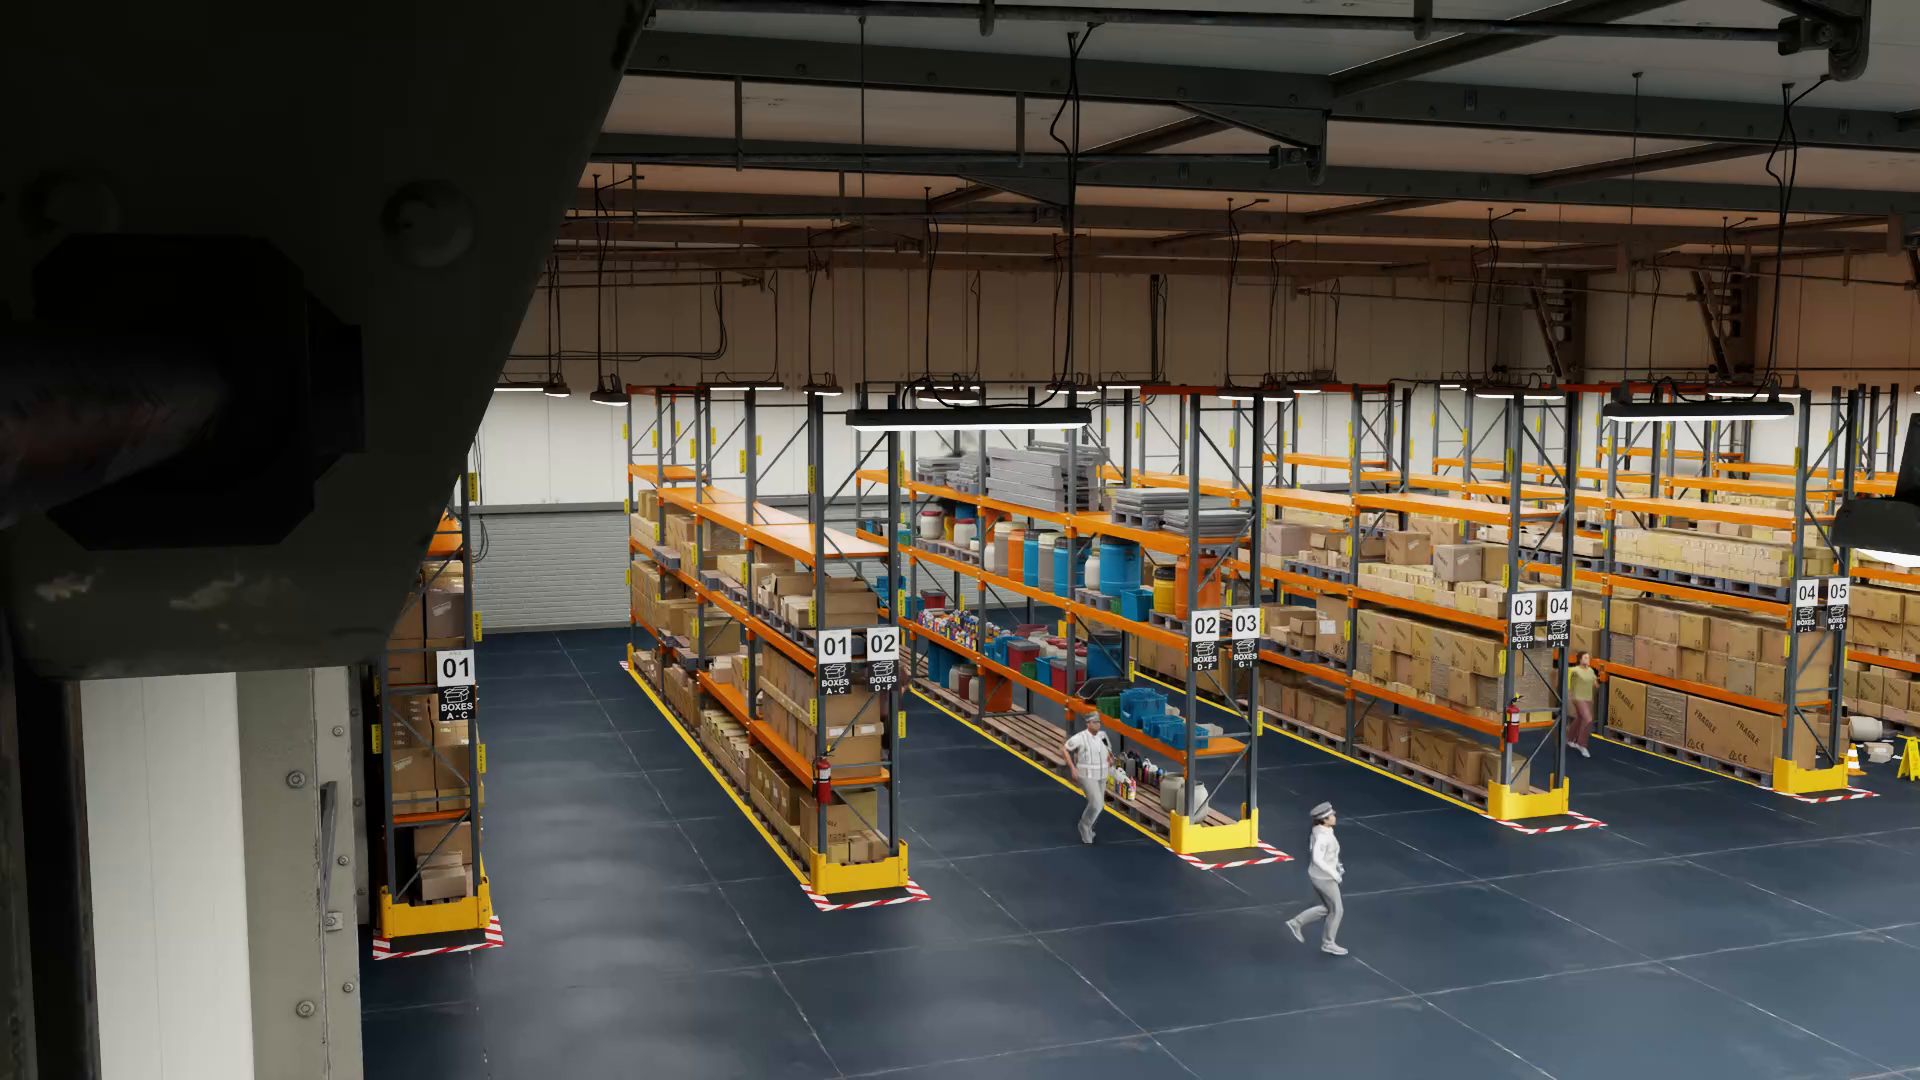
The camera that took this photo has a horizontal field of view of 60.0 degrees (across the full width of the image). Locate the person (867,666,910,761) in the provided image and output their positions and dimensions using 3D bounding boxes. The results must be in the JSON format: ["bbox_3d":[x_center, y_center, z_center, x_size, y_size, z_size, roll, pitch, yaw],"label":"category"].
[{"bbox_3d":[-1.123,2.686,26.894,0.683,1.769,0.748,-3,7,-30],"label":"person"}]

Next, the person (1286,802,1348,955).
[{"bbox_3d":[3.878,3.653,17.970,0.657,1.680,0.627,0,6,5],"label":"person"}]

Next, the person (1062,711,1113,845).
[{"bbox_3d":[1.790,3.173,22.184,0.636,1.796,0.691,-4,7,-36],"label":"person"}]

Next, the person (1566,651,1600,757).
[{"bbox_3d":[10.229,2.675,27.393,0.547,1.725,0.734,-3,7,-28],"label":"person"}]
